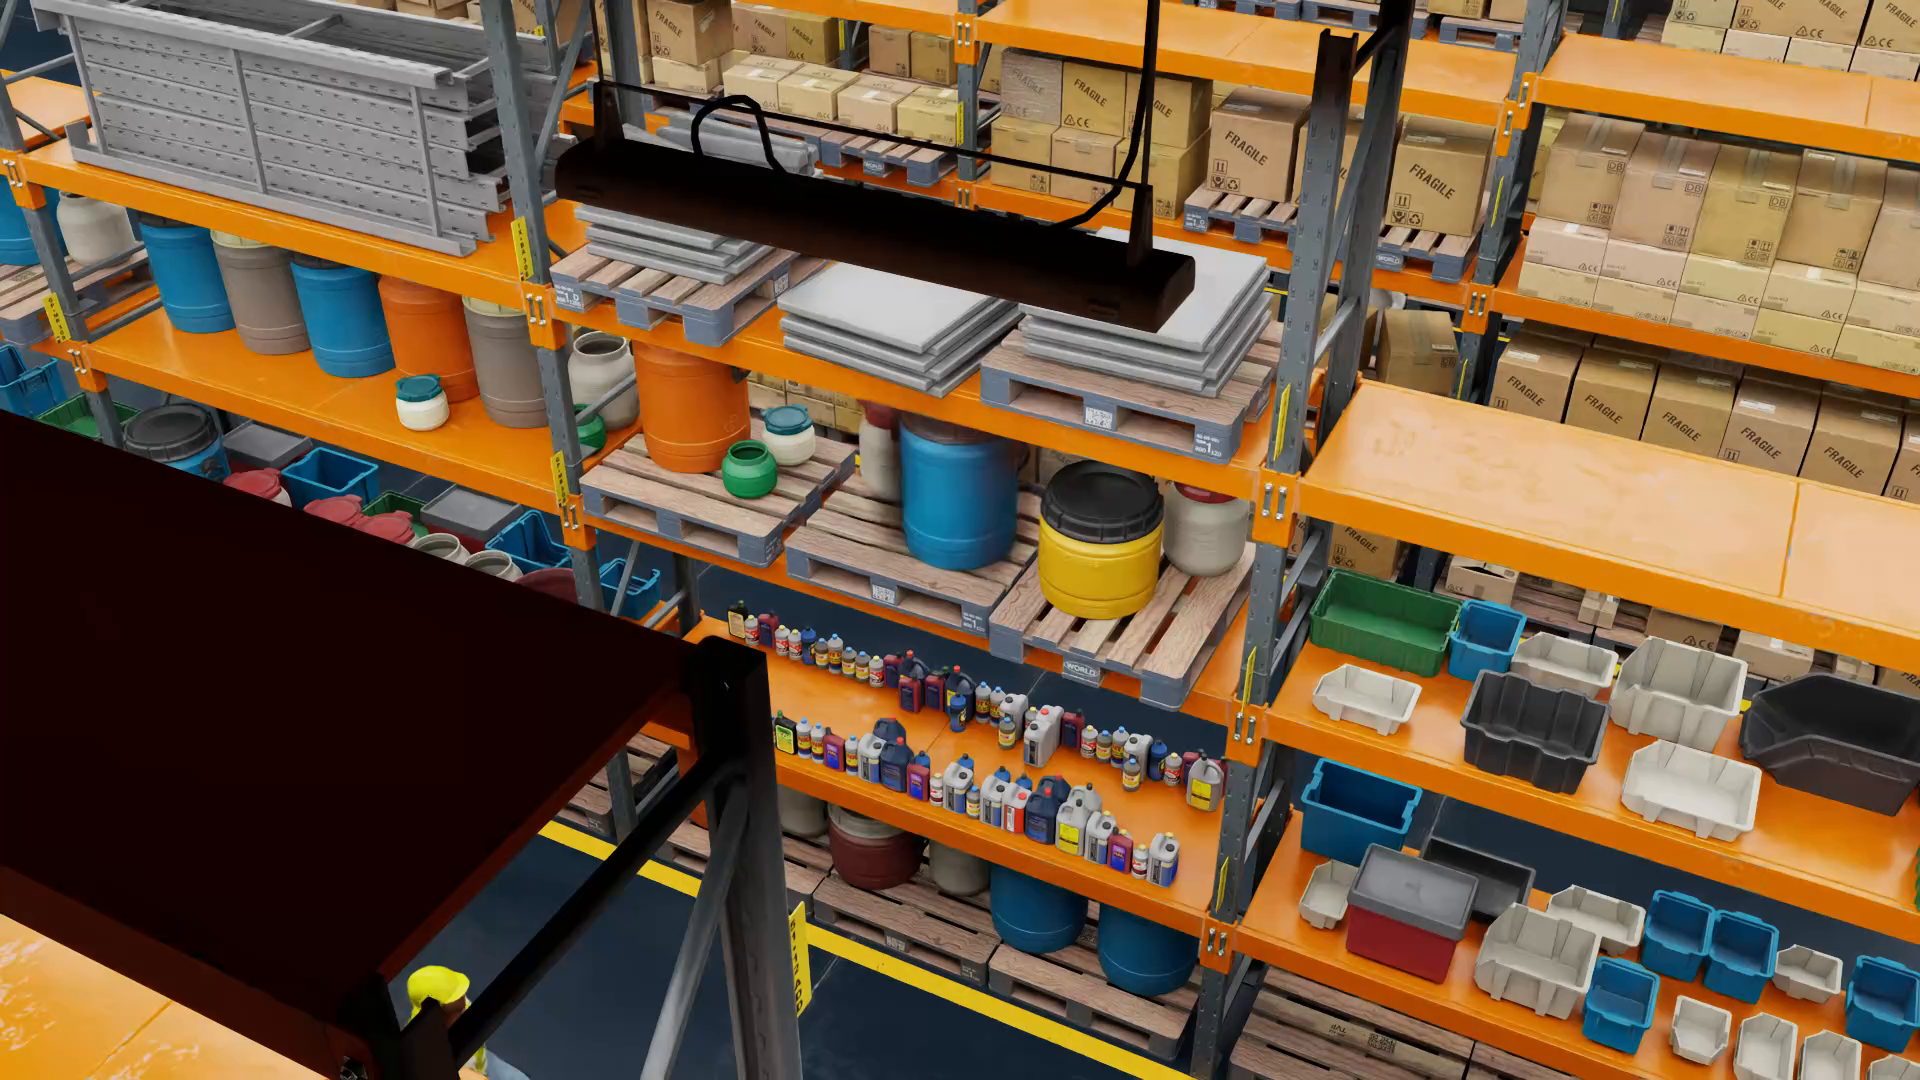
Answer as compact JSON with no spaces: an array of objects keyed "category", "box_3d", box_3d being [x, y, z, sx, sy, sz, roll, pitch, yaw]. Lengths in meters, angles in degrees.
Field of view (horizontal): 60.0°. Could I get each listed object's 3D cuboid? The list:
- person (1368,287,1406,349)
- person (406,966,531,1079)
[{"category":"person","box_3d":[3.794,-2.096,15.331,1.070,1.722,0.588,7,36,10]},{"category":"person","box_3d":[-2.494,2.682,8.259,0.651,1.621,0.578,6,35,8]}]
